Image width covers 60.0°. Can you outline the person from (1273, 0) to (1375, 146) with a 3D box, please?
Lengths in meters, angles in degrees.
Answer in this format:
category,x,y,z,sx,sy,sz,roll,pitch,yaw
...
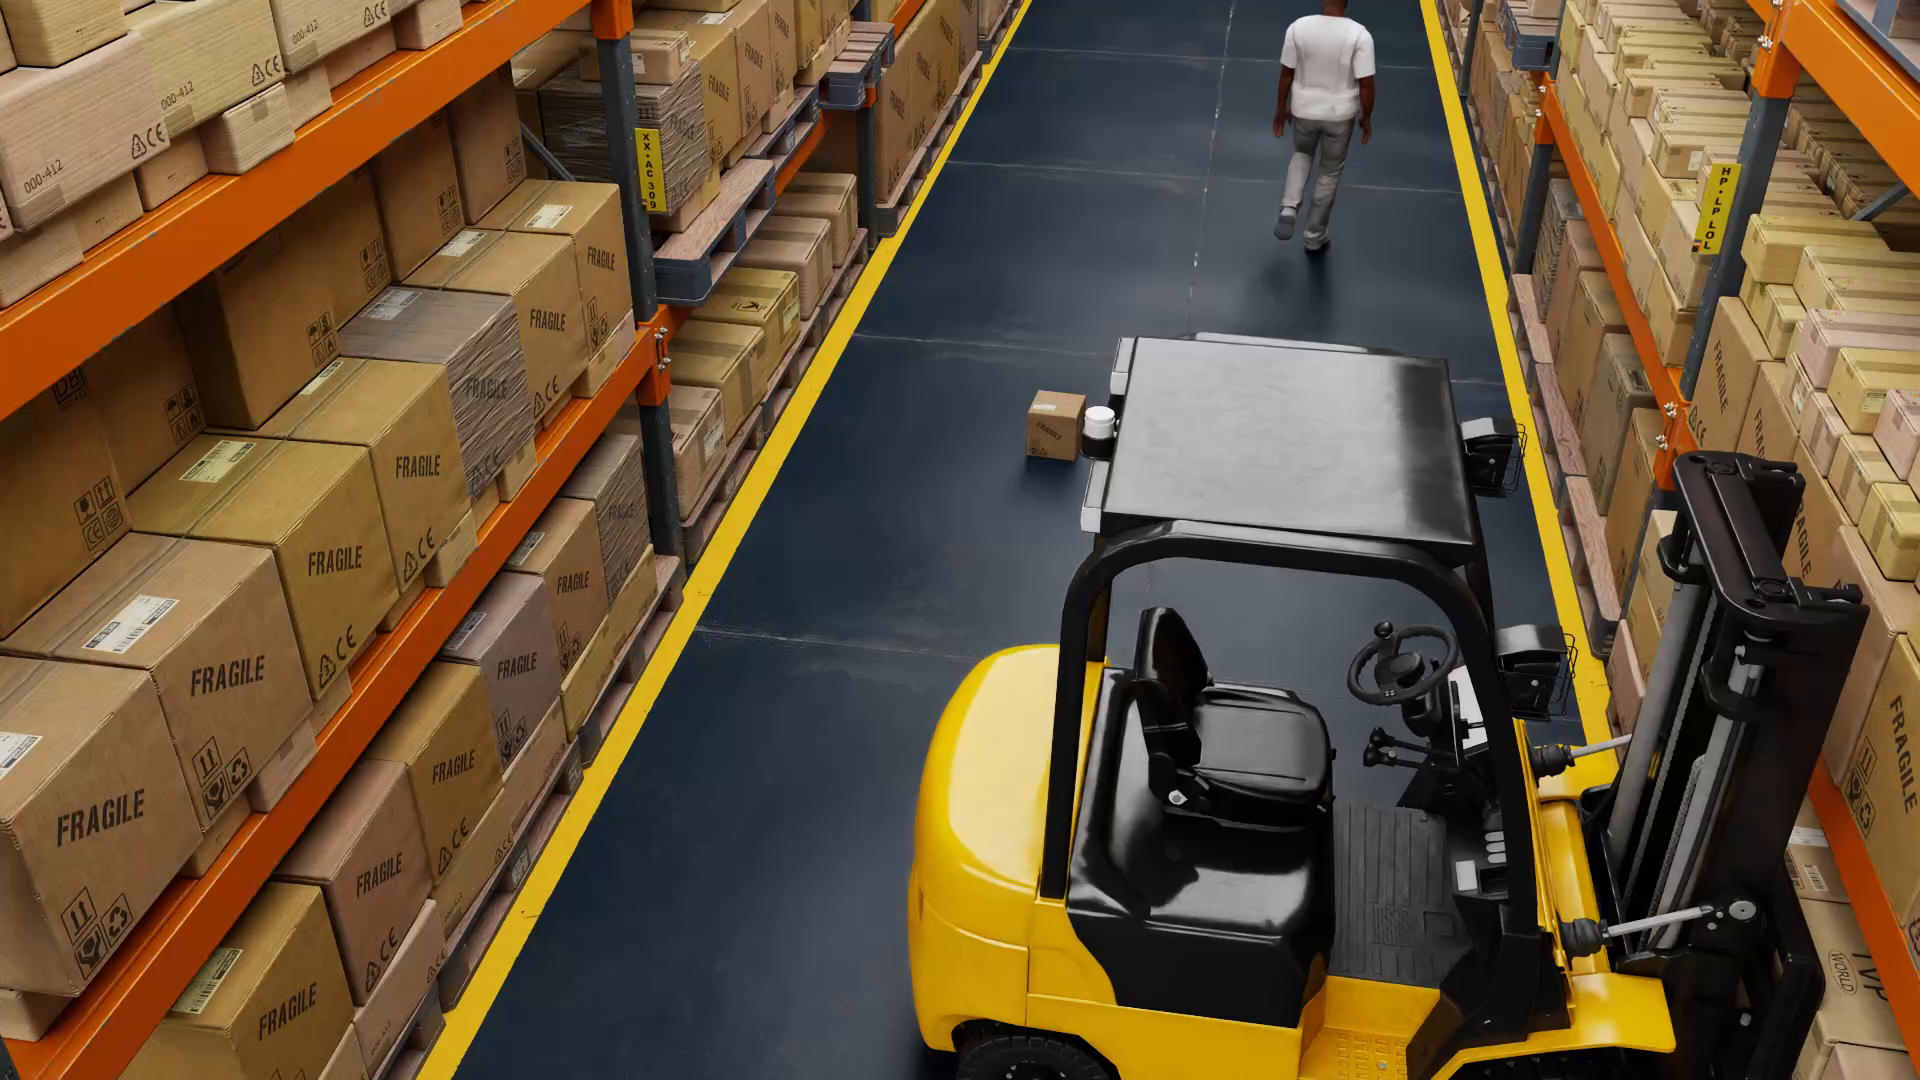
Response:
category,x,y,z,sx,sy,sz,roll,pitch,yaw
person,2.237,-2.914,10.060,0.611,1.071,0.355,16,36,24
